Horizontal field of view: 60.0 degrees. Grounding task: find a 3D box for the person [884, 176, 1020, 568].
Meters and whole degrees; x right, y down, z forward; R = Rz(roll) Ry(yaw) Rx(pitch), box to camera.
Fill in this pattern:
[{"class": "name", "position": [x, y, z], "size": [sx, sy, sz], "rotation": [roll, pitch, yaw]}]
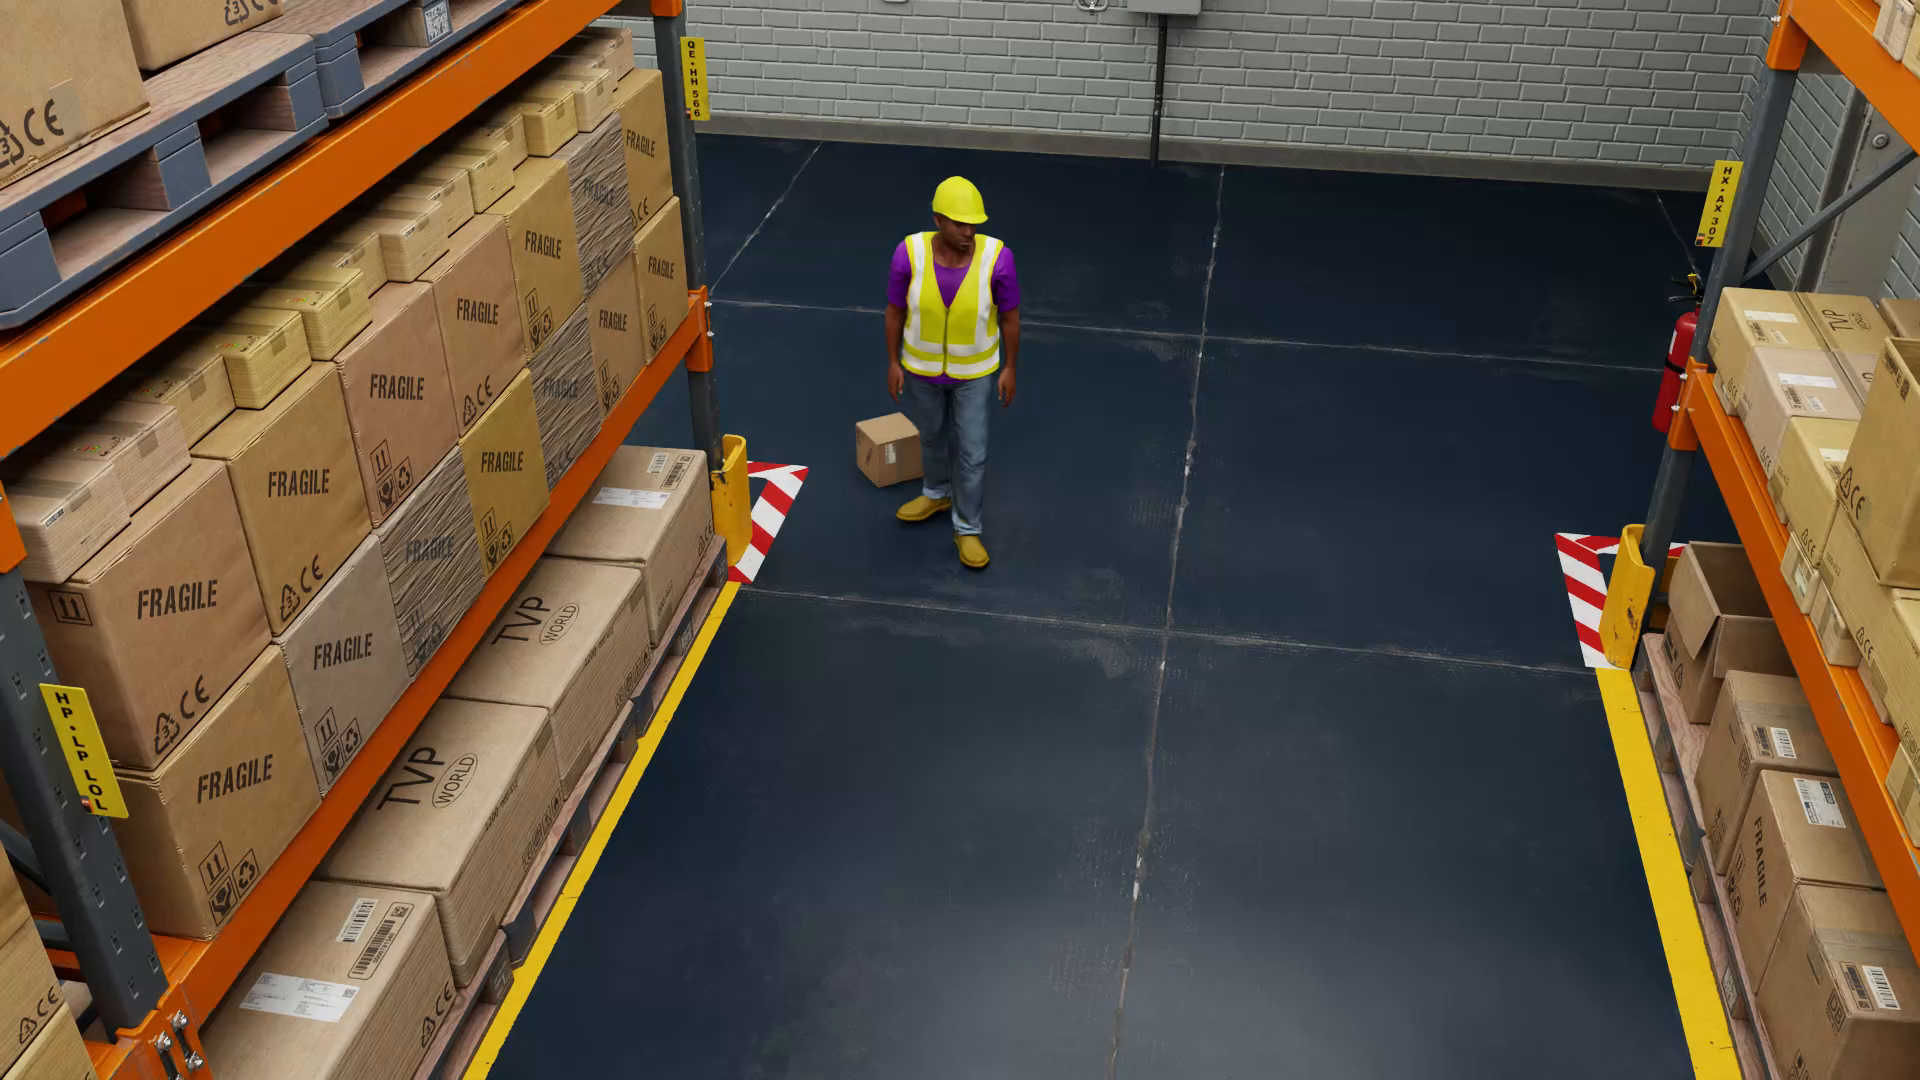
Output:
[{"class": "person", "position": [-0.037, -0.760, 7.321], "size": [0.589, 1.766, 0.569], "rotation": [5, 33, 8]}]
